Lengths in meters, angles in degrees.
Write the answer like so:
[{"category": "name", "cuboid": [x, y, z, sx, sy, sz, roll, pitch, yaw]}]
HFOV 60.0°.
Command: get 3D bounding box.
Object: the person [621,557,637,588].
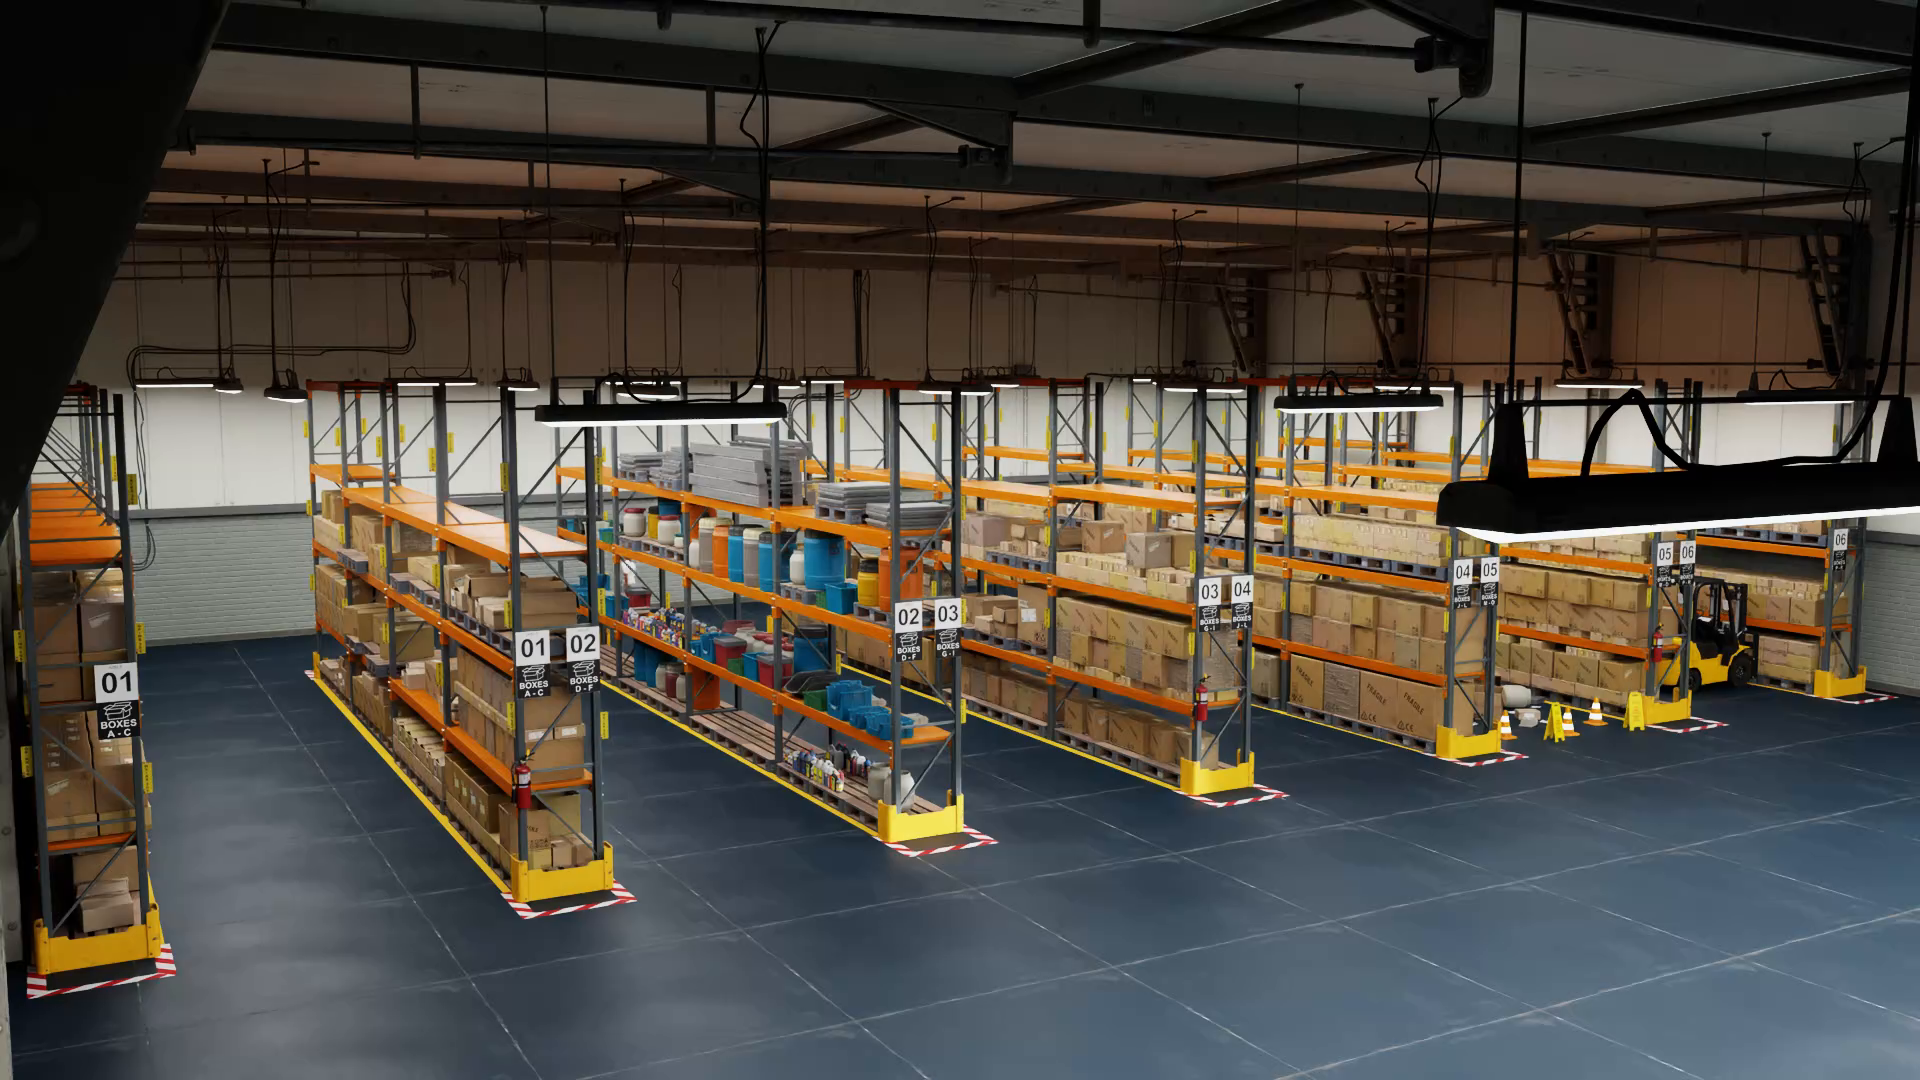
[{"category": "person", "cuboid": [-8.239, 1.074, 41.215, 0.729, 1.739, 0.560, -3, 7, -23]}]
